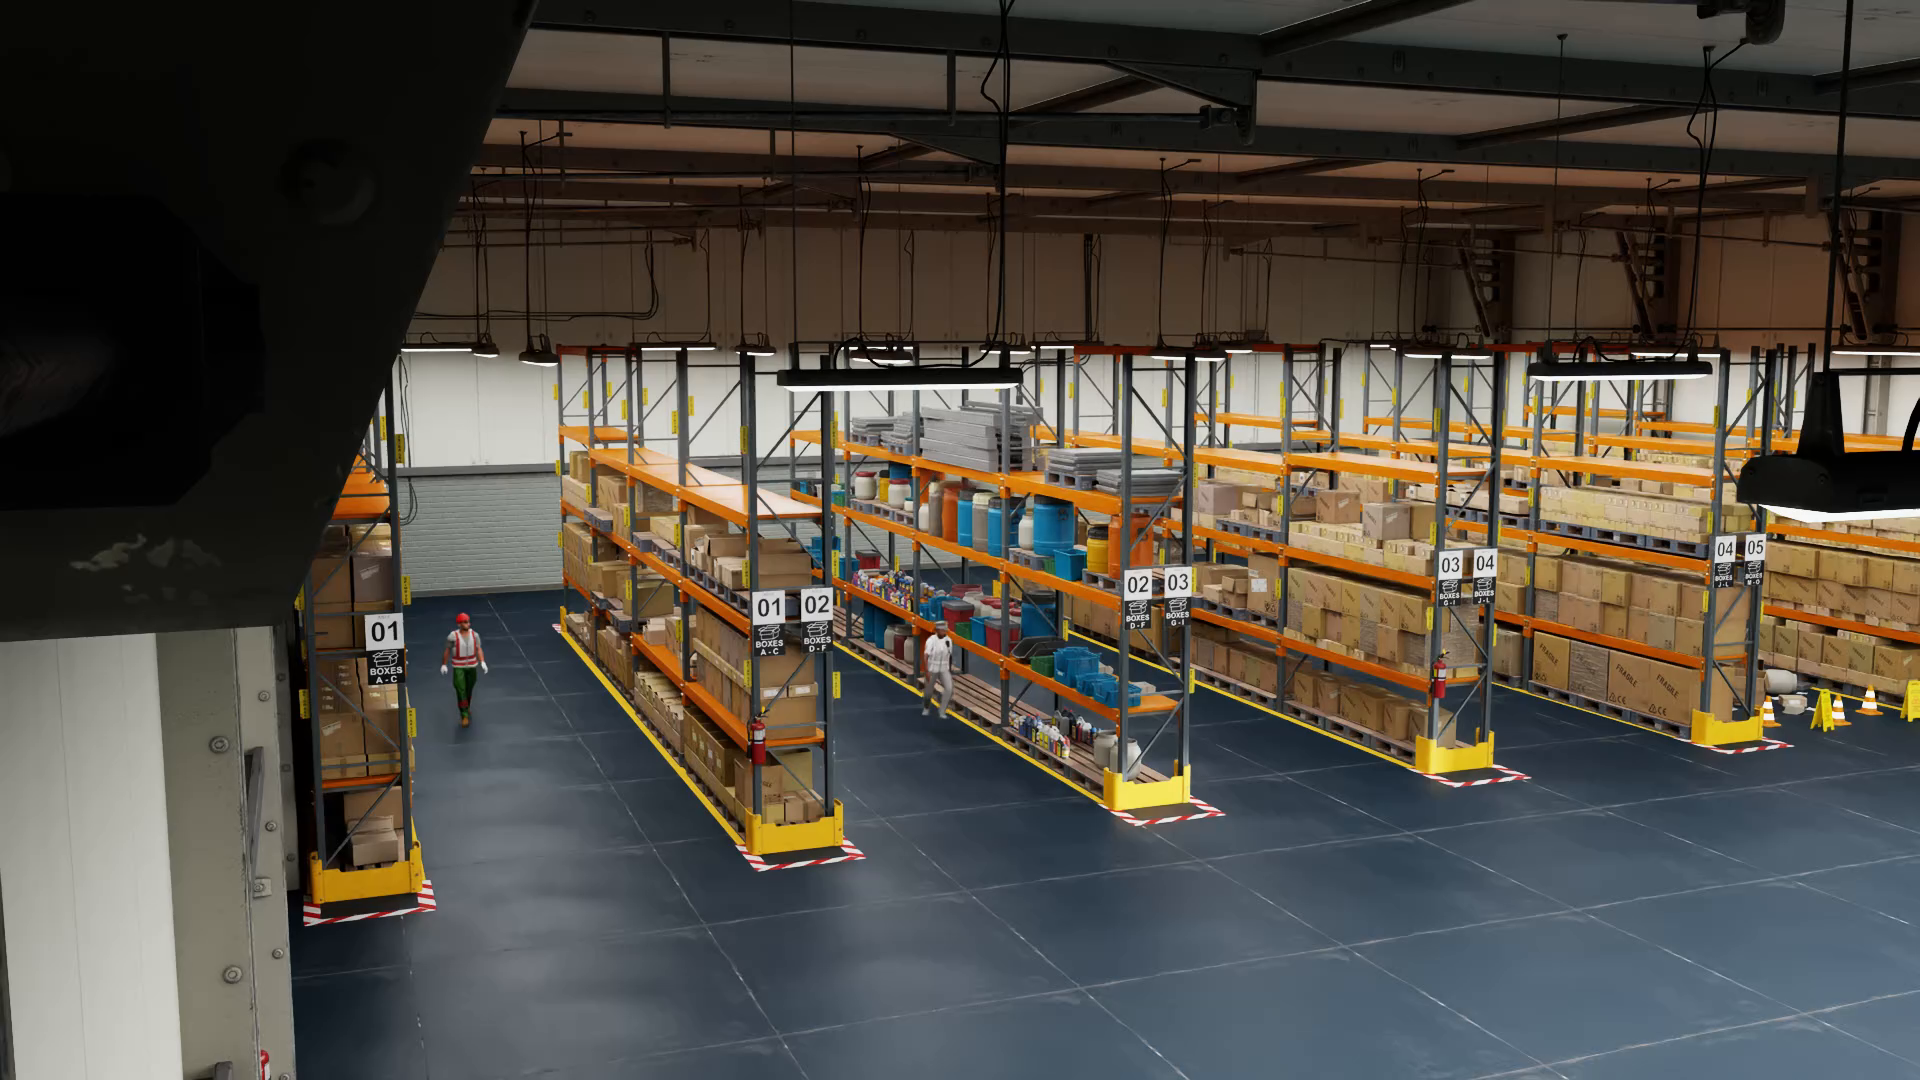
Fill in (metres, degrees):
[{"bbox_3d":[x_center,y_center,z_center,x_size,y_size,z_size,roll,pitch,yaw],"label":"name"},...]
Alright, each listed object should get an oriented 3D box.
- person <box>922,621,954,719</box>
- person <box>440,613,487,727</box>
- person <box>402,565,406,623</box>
[{"bbox_3d":[-0.332,2.028,25.973,0.528,1.555,0.958,-3,8,-20],"label":"person"},{"bbox_3d":[-7.988,2.046,26.804,0.676,1.738,1.025,-4,8,-30],"label":"person"},{"bbox_3d":[-12.054,0.969,35.613,0.422,1.669,0.476,-3,8,-20],"label":"person"}]
